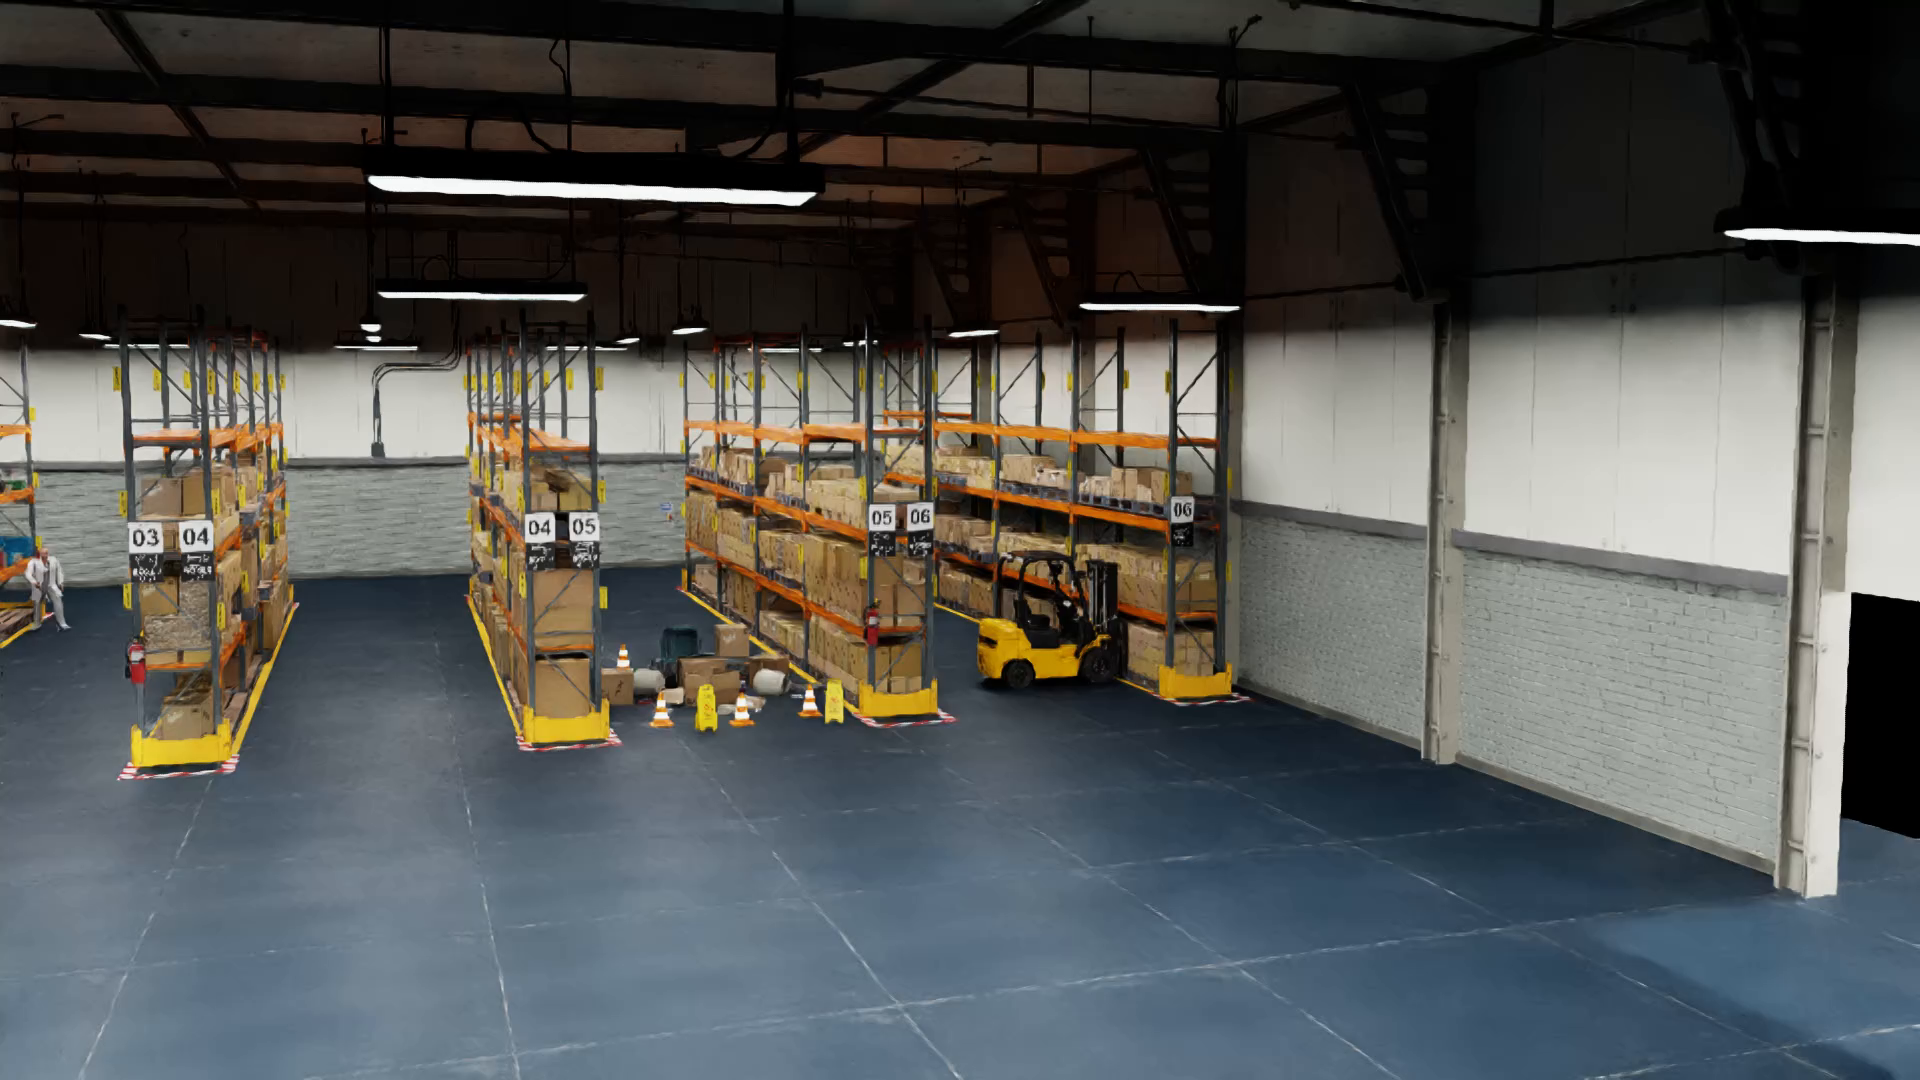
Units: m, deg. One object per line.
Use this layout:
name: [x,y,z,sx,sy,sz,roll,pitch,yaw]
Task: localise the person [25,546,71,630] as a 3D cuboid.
person: [-18.422,0.964,33.497,0.728,1.715,0.896,-4,7,-35]
